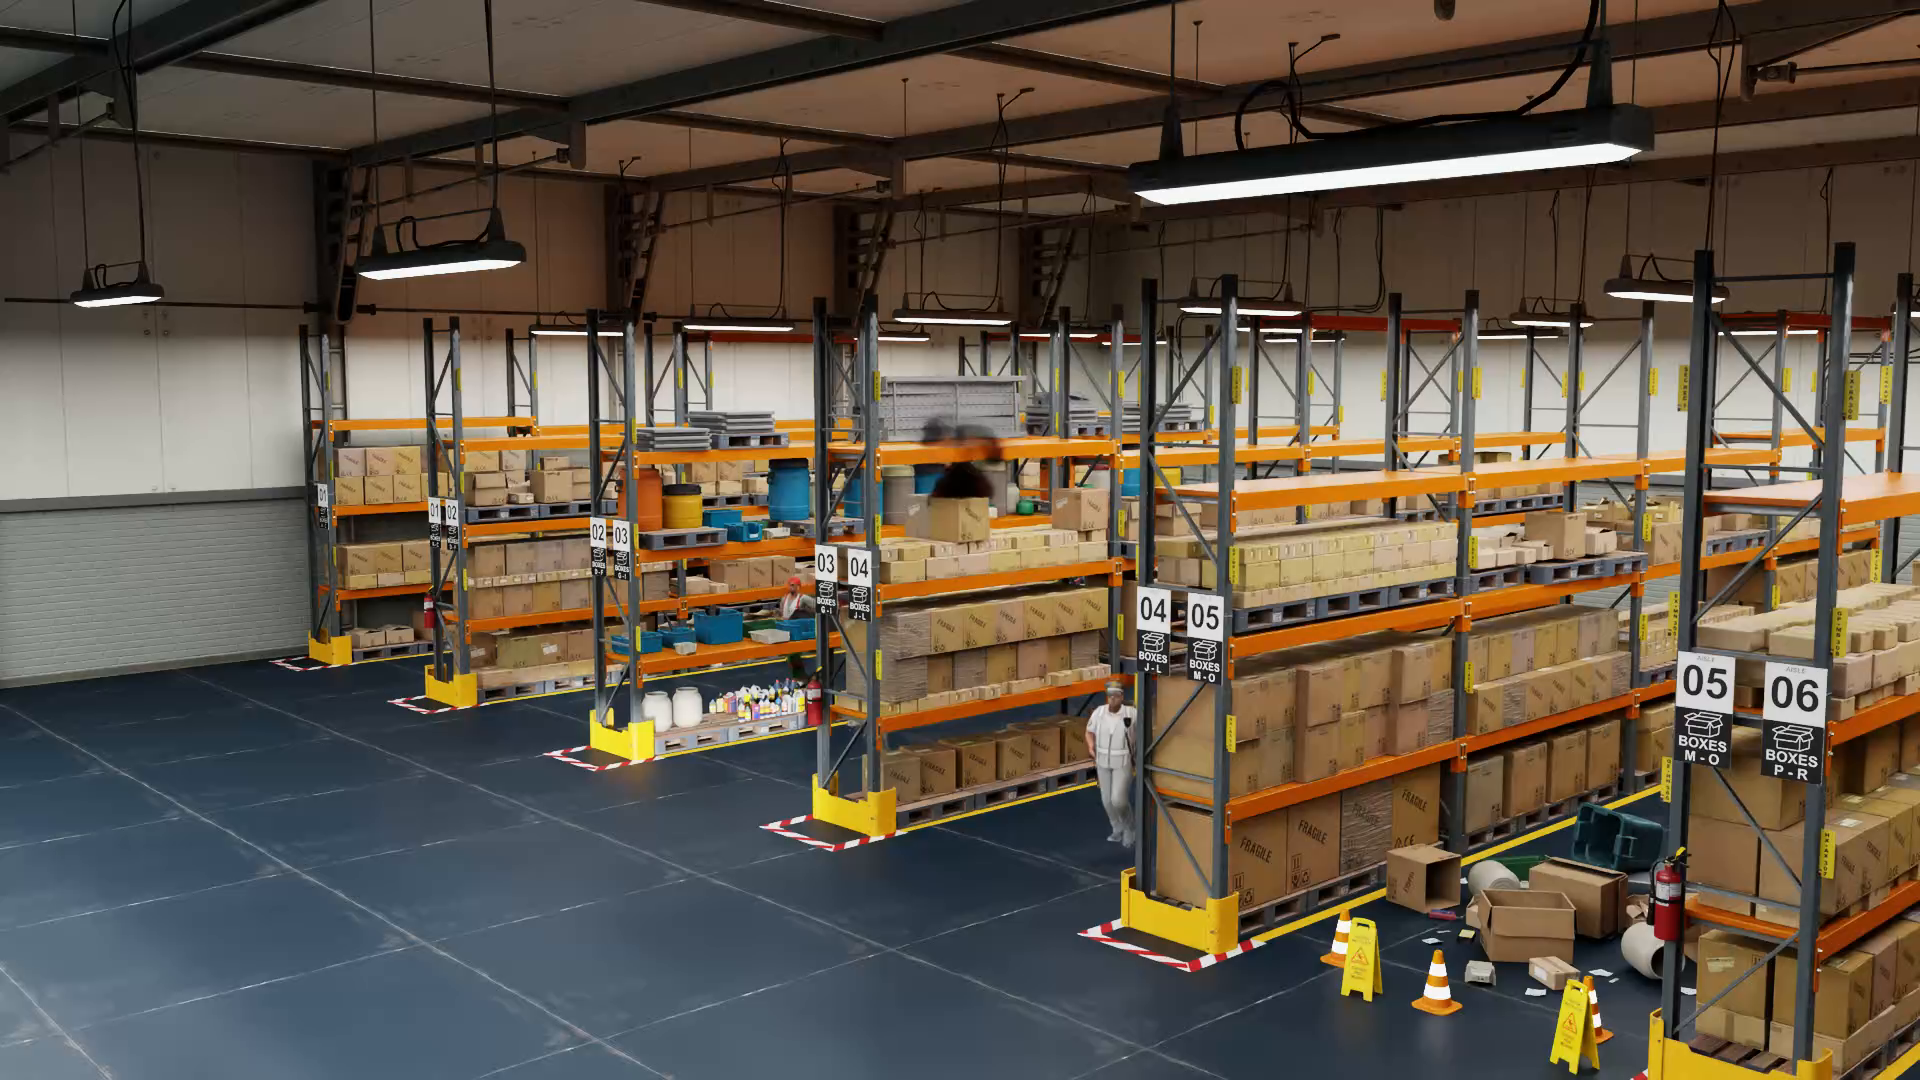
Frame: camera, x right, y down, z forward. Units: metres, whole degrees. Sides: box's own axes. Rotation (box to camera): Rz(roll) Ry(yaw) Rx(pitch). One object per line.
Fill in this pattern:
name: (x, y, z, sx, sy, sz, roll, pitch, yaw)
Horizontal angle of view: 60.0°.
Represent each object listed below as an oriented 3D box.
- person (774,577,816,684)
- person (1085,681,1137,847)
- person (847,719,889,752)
person: (-2.738, 1.517, 27.330, 0.632, 1.824, 0.705, 4, 7, 35)
person: (1.606, 2.350, 17.427, 0.662, 1.765, 0.643, 3, 6, 25)
person: (-1.156, 1.966, 21.097, 0.680, 1.739, 0.624, 5, 8, 42)
